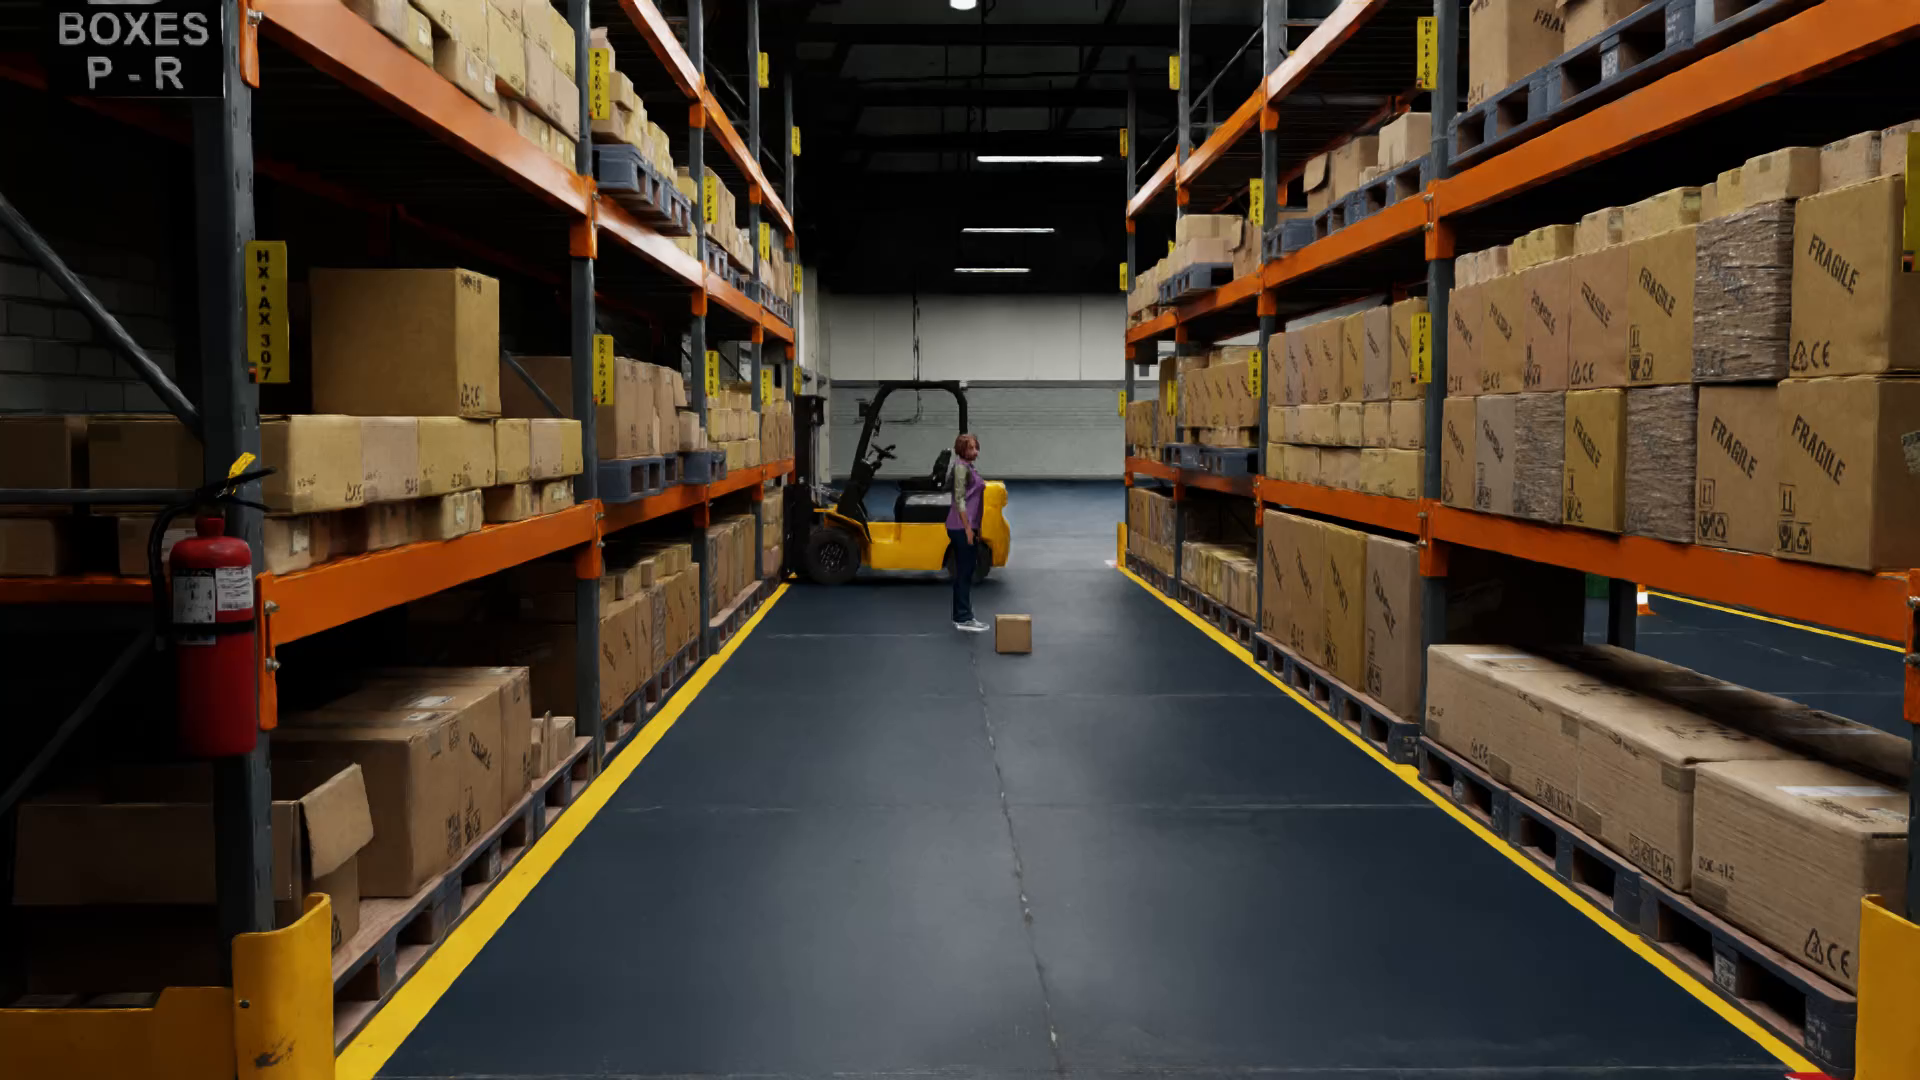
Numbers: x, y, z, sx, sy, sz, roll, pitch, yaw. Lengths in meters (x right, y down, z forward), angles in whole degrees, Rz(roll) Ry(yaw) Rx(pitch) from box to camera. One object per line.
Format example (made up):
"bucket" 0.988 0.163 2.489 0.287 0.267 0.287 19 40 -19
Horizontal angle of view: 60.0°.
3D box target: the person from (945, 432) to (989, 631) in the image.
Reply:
"person" 0.062 -0.060 13.475 0.363 1.632 0.460 1 4 10
